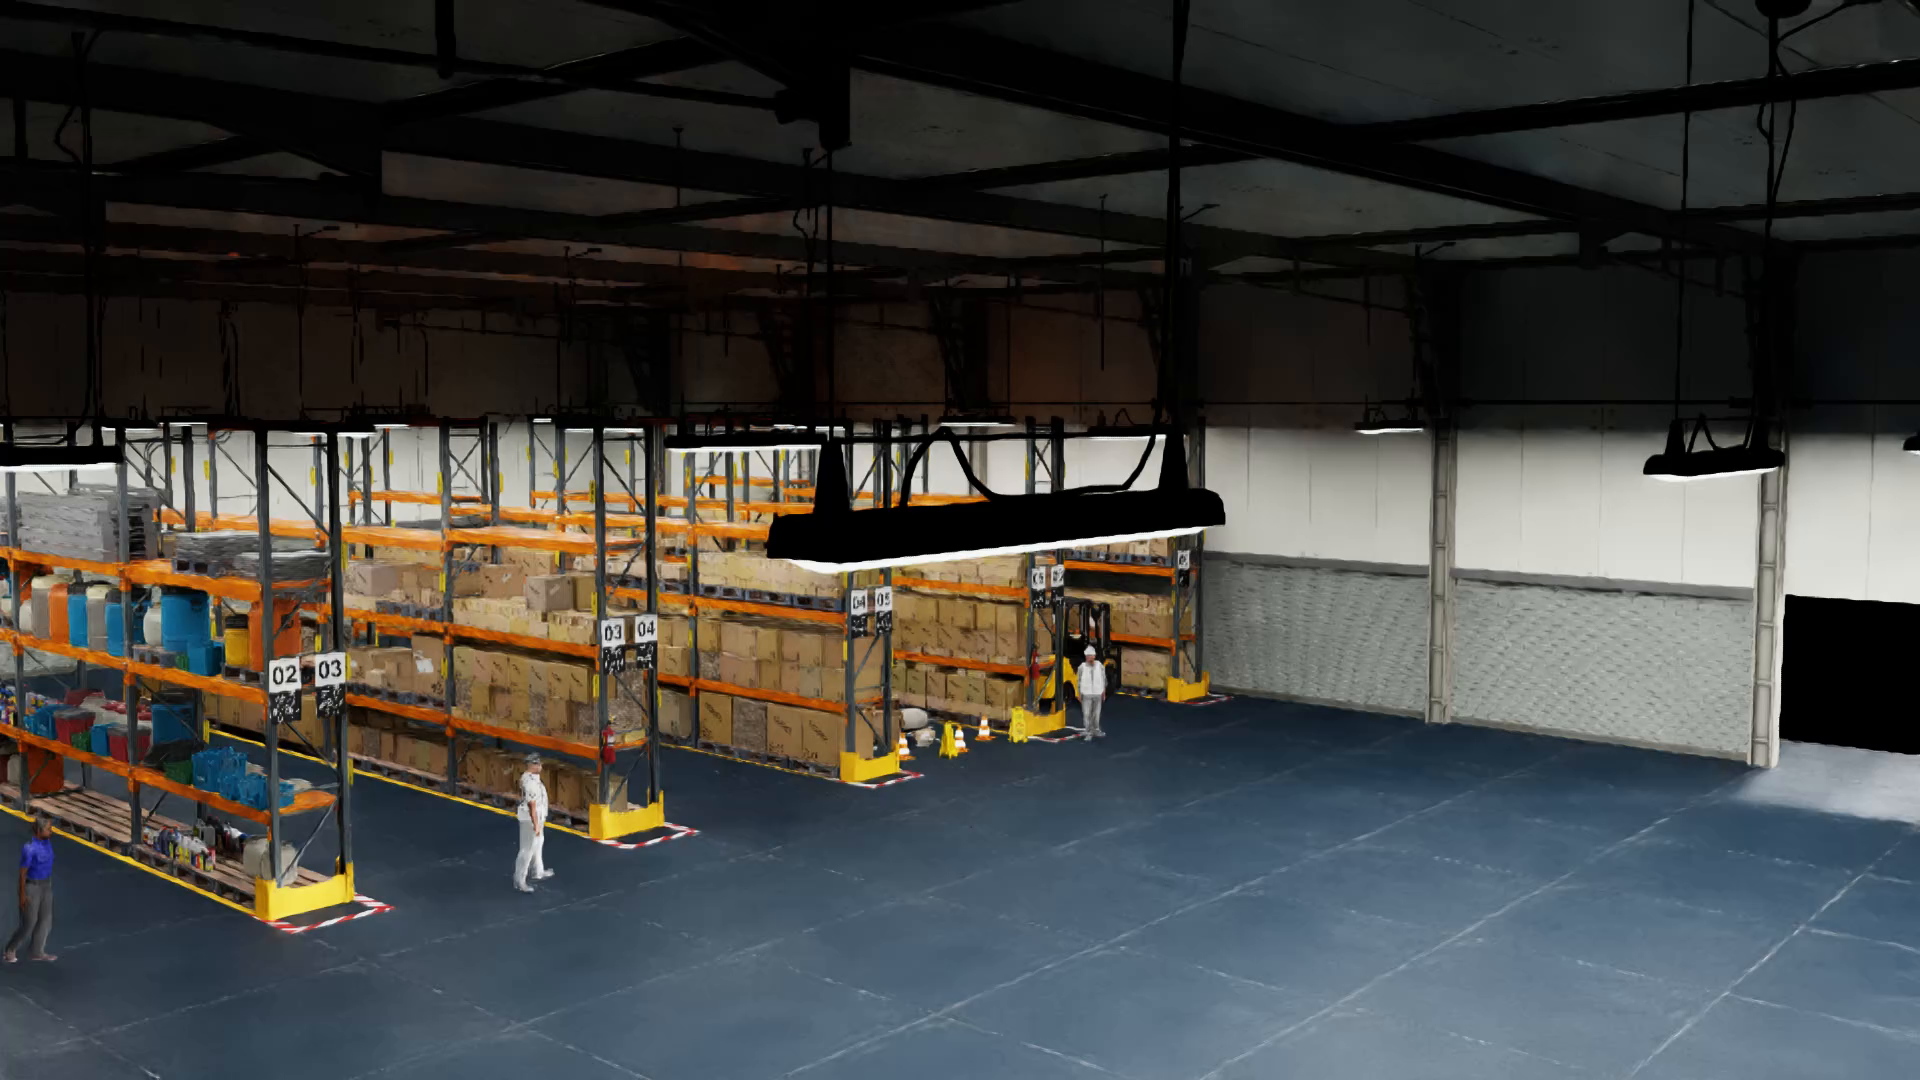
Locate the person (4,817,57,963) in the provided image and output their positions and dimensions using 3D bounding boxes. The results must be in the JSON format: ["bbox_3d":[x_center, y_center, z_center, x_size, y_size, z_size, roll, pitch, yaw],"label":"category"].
[{"bbox_3d":[-10.528,3.953,18.781,0.525,1.646,0.522,0,5,5],"label":"person"}]

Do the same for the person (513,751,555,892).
[{"bbox_3d":[-5.583,3.634,21.735,0.550,1.757,0.748,-1,5,-16],"label":"person"}]

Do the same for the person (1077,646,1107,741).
[{"bbox_3d":[2.469,2.862,31.248,0.560,1.764,0.588,0,5,-3],"label":"person"}]
